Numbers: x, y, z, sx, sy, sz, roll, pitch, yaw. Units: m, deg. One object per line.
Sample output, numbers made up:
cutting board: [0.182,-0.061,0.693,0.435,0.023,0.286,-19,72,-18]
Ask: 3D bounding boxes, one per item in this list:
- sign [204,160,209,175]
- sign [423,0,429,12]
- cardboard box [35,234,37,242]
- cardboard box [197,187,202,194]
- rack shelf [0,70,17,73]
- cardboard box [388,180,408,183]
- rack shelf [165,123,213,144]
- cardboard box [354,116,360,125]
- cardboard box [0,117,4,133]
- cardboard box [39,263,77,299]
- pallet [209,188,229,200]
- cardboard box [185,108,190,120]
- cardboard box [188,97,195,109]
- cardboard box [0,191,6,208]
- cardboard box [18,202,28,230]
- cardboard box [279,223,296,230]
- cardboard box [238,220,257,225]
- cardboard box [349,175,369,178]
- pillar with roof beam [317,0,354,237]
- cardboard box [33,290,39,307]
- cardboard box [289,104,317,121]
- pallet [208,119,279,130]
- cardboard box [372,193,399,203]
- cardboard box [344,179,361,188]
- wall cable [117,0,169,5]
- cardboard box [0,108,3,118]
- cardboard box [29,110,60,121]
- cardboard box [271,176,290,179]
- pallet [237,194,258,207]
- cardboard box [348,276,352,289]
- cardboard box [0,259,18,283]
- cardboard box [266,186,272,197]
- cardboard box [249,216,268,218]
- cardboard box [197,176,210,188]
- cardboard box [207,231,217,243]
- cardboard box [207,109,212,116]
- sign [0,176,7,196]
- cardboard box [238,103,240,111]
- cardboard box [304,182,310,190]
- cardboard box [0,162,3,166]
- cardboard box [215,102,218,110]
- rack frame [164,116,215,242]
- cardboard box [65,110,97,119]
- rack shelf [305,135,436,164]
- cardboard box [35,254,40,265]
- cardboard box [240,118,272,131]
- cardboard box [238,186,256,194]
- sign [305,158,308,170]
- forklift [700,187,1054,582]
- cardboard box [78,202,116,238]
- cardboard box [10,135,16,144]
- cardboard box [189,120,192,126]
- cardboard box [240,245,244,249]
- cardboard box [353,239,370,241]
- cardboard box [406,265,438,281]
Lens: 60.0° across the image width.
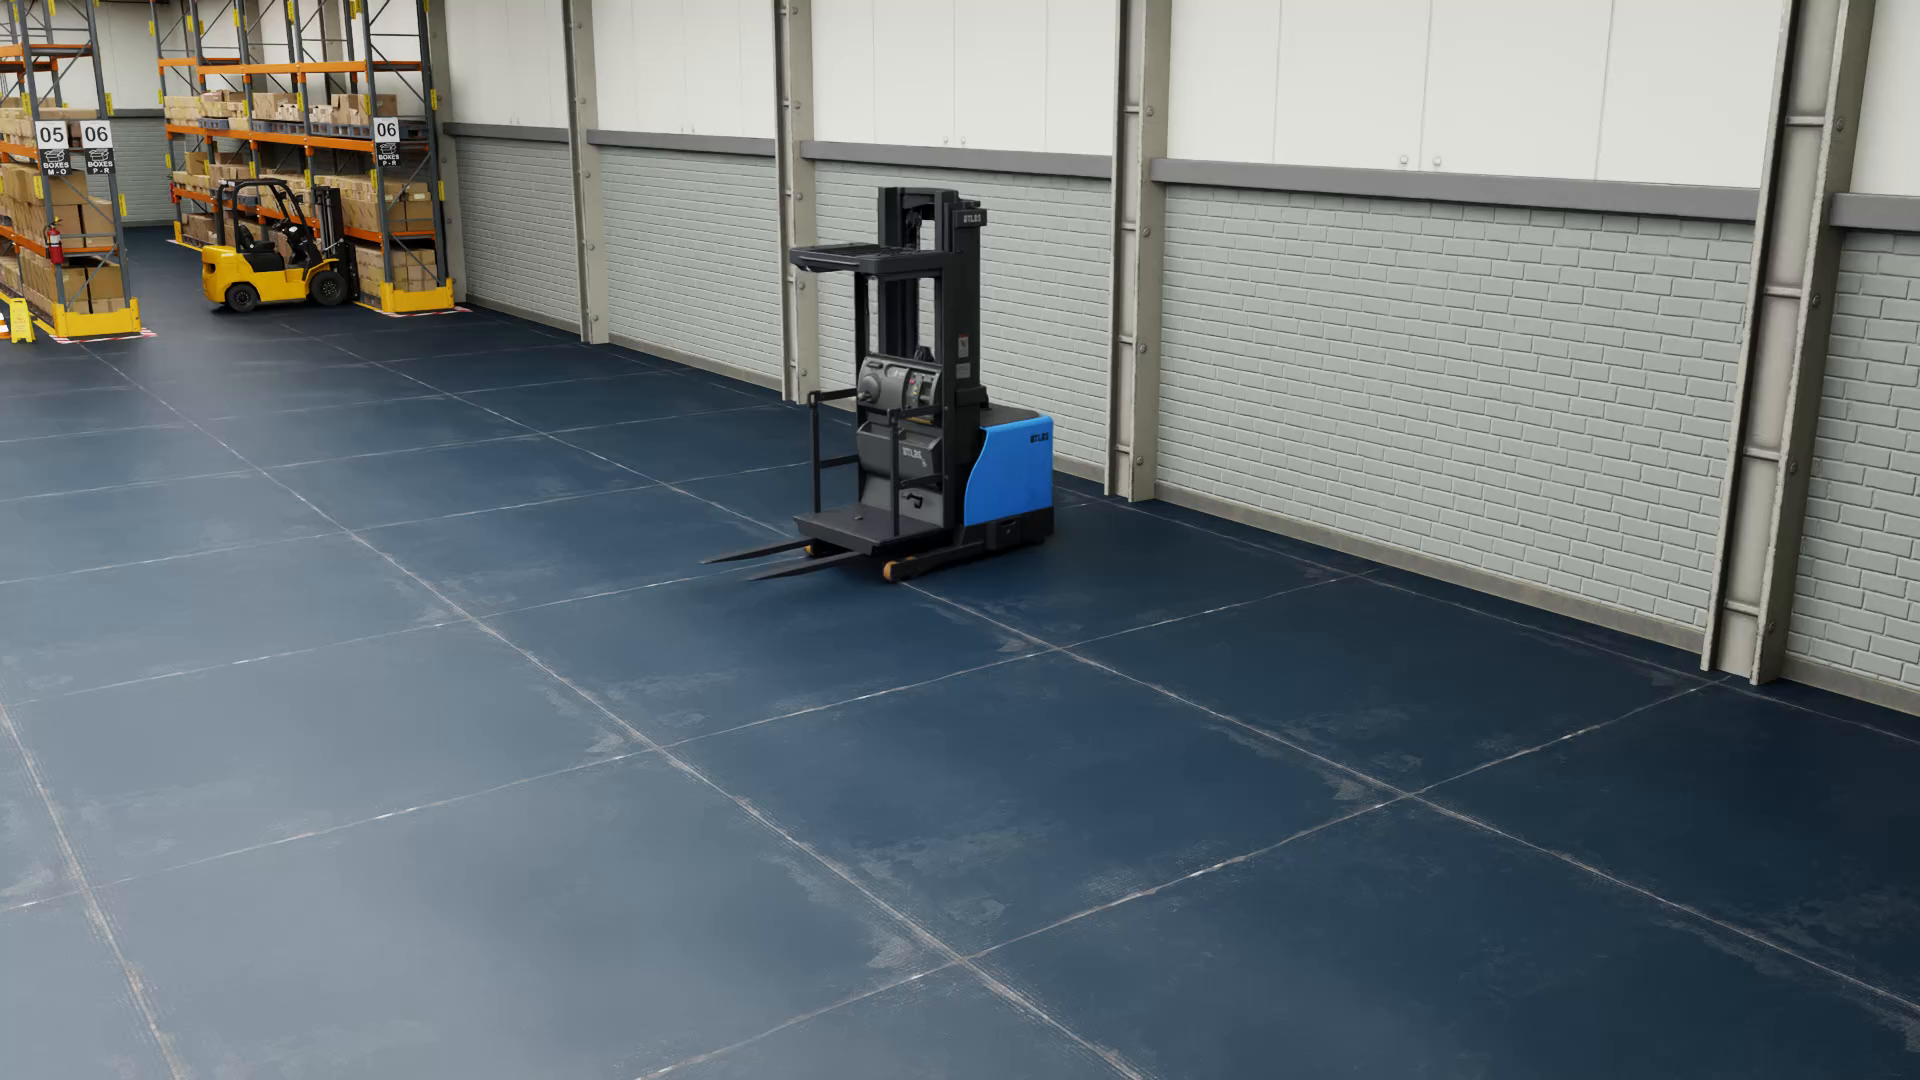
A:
sign: [-16.798,-8.310,37.114,0.100,0.325,0.005,-11,19,-35]
sign: [-8.856,-8.921,27.554,0.100,0.325,0.005,-11,19,-35]
cardboard box: [-14.523,-4.832,26.524,0.380,0.149,0.250,-11,19,-35]
cardboard box: [-17.404,-8.100,38.464,0.380,0.149,0.250,-11,19,-35]
rack shelf: [-19.201,-9.133,32.520,1.077,0.370,4.000,-11,19,-35]
cardboard box: [-9.760,-6.195,29.048,0.380,0.149,0.250,-11,19,-34]
rack shelf: [-17.540,-9.505,38.802,1.077,0.370,4.000,-11,19,-35]
cardboard box: [-10.041,-7.122,28.223,0.380,0.149,0.250,-12,19,-36]
cardboard box: [-15.636,-6.880,27.569,0.500,0.250,0.500,-11,19,-36]
cardboard box: [-14.313,-4.124,26.453,0.500,0.500,0.500,-10,18,-33]
pallet: [-15.982,-7.698,36.882,1.003,0.211,1.213,-11,19,-35]
cardboard box: [-17.456,-9.780,38.167,0.500,0.250,0.500,-10,18,-33]
cardboard box: [-17.161,-9.914,37.709,0.500,0.250,0.500,-11,19,-35]
cardboard box: [-16.423,-6.061,28.992,0.500,0.500,0.500,-11,19,-34]
cardboard box: [-15.041,-5.340,27.152,0.500,0.500,0.500,-11,19,-35]
cardboard box: [-14.412,-6.695,35.565,0.380,0.149,0.250,-11,19,-34]
cardboard box: [-15.550,-6.901,36.317,0.380,0.149,0.250,-10,18,-33]
cardboard box: [-11.114,-6.693,30.866,0.380,0.149,0.250,-11,19,-36]
pillar with roof beam: [-15.999,-9.211,30.682,9.100,9.000,0.400,-11,19,-35]
cardboard box: [-14.908,-3.982,27.355,0.500,0.250,0.500,-11,19,-35]
cardboard box: [-12.283,-8.041,31.275,0.500,0.311,0.500,-12,19,-36]
pallet: [-15.425,-8.963,35.815,1.213,0.211,1.003,-11,19,-35]
cardboard box: [-9.739,-5.807,28.193,0.380,0.149,0.250,-11,19,-34]
cardboard box: [-10.730,-6.347,29.601,0.380,0.149,0.250,-11,19,-34]
wall cable: [-20.999,-15.812,44.267,2.988,3.039,0.133,-11,19,-35]
cardboard box: [-15.575,-7.040,27.398,0.380,0.149,0.250,-10,18,-33]
cardboard box: [-13.759,-6.381,24.991,0.380,0.149,0.250,-11,19,-34]
cardboard box: [-13.569,-7.209,33.317,0.380,0.149,0.250,-11,19,-34]
pallet: [-14.467,-7.165,34.936,1.213,0.211,1.003,-11,19,-35]
cardboard box: [-10.735,-4.666,29.856,0.500,0.250,0.500,-10,18,-33]
cardboard box: [-17.260,-5.009,30.878,0.950,0.372,0.625,-11,19,-36]
cardboard box: [-13.655,-7.053,33.500,0.500,0.250,0.500,-10,18,-33]
cardboard box: [-15.755,-7.198,37.405,0.380,0.149,0.250,-11,19,-35]
cardboard box: [-17.167,-8.225,38.164,0.500,0.250,0.500,-11,19,-34]
cardboard box: [-17.139,-7.011,38.395,0.396,0.266,0.258,-10,18,-33]
cardboard box: [-16.078,-9.262,36.043,0.380,0.149,0.250,-11,19,-34]
sign: [-16.120,-5.970,28.013,0.100,0.325,0.005,-11,19,-35]
cardboard box: [-14.836,-9.044,34.720,0.380,0.149,0.250,-11,19,-35]
cardboard box: [-12.207,-6.721,31.534,0.380,0.149,0.250,-11,19,-35]
cardboard box: [-18.541,-6.953,31.714,0.500,0.500,0.500,-11,19,-36]
cardboard box: [-15.730,-9.301,35.624,0.380,0.149,0.250,-11,19,-34]
rack frame: [-18.716,-8.832,40.663,1.000,3.000,0.127,-11,19,-35]
cardboard box: [-13.365,-6.462,25.287,0.380,0.149,0.250,-11,19,-35]
rack shelf: [-10.484,-6.942,29.440,1.077,0.370,4.000,-11,19,-35]
cardboard box: [-14.572,-4.504,26.615,0.380,0.149,0.250,-10,18,-32]
cardboard box: [-14.510,-8.570,34.308,0.500,0.250,0.500,-12,19,-36]
cardboard box: [-14.894,-7.429,35.026,0.500,0.250,0.500,-12,19,-37]
sign: [-13.565,-7.769,34.586,0.100,0.325,0.005,-11,19,-35]
forklift: [-0.639,-1.241,13.057,3.031,2.935,1.130,-14,20,-41]
cardboard box: [-13.375,-4.980,25.837,0.500,0.500,0.500,-11,19,-35]
cardboard box: [-15.001,-6.430,26.682,0.380,0.149,0.250,-11,19,-36]
cardboard box: [-17.534,-9.614,38.312,0.380,0.149,0.250,-11,19,-34]
cardboard box: [-15.351,-6.505,36.102,0.500,0.500,0.500,-12,19,-37]
cardboard box: [-10.904,-5.447,30.816,0.500,0.250,0.500,-11,19,-35]
cardboard box: [-9.417,-4.666,28.906,0.500,0.250,0.500,-10,18,-34]
